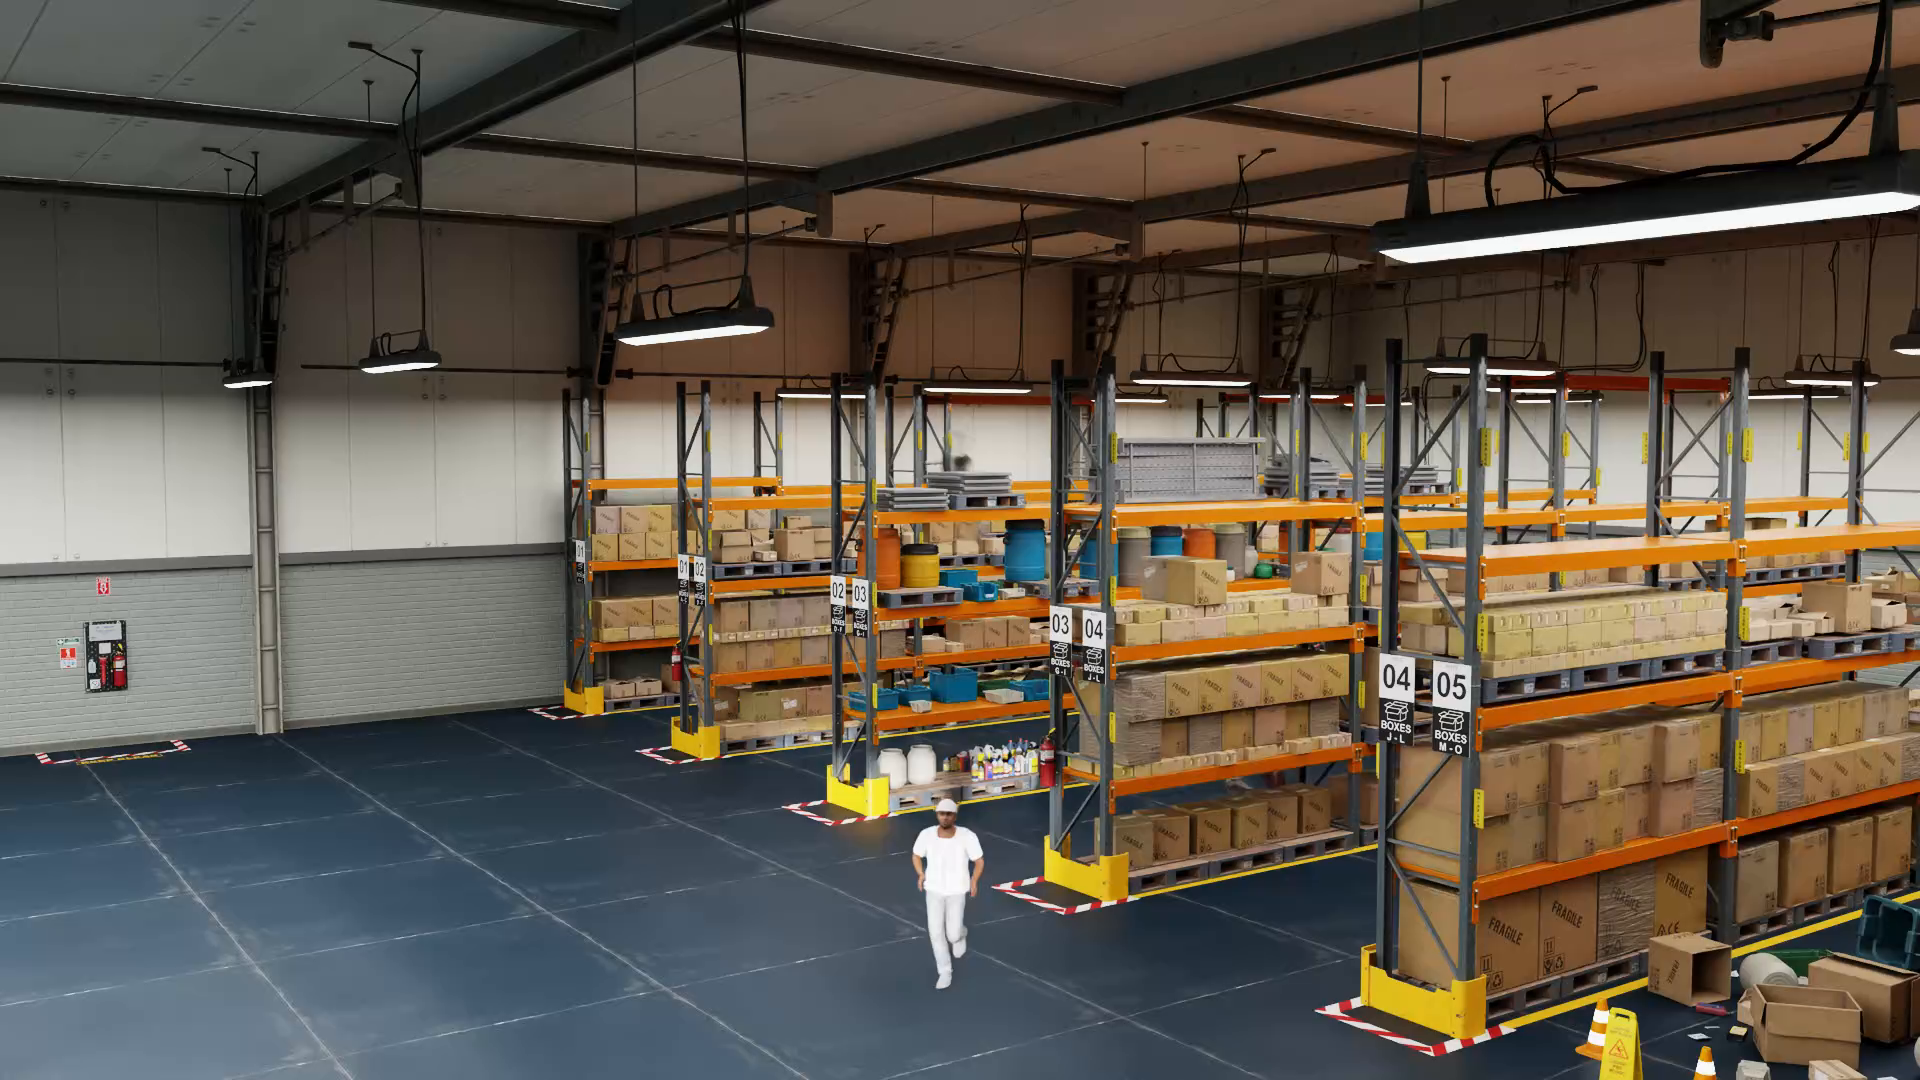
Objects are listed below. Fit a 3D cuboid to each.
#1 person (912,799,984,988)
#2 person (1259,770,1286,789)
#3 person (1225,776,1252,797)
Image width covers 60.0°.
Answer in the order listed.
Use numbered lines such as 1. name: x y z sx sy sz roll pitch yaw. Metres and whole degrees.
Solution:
1. person: -0.127 3.299 15.738 0.701 1.733 0.682 1 4 8
2. person: 4.386 2.847 23.218 0.577 1.631 0.571 -3 5 -42
3. person: 3.683 2.865 22.205 0.589 1.739 0.676 -2 4 -34
